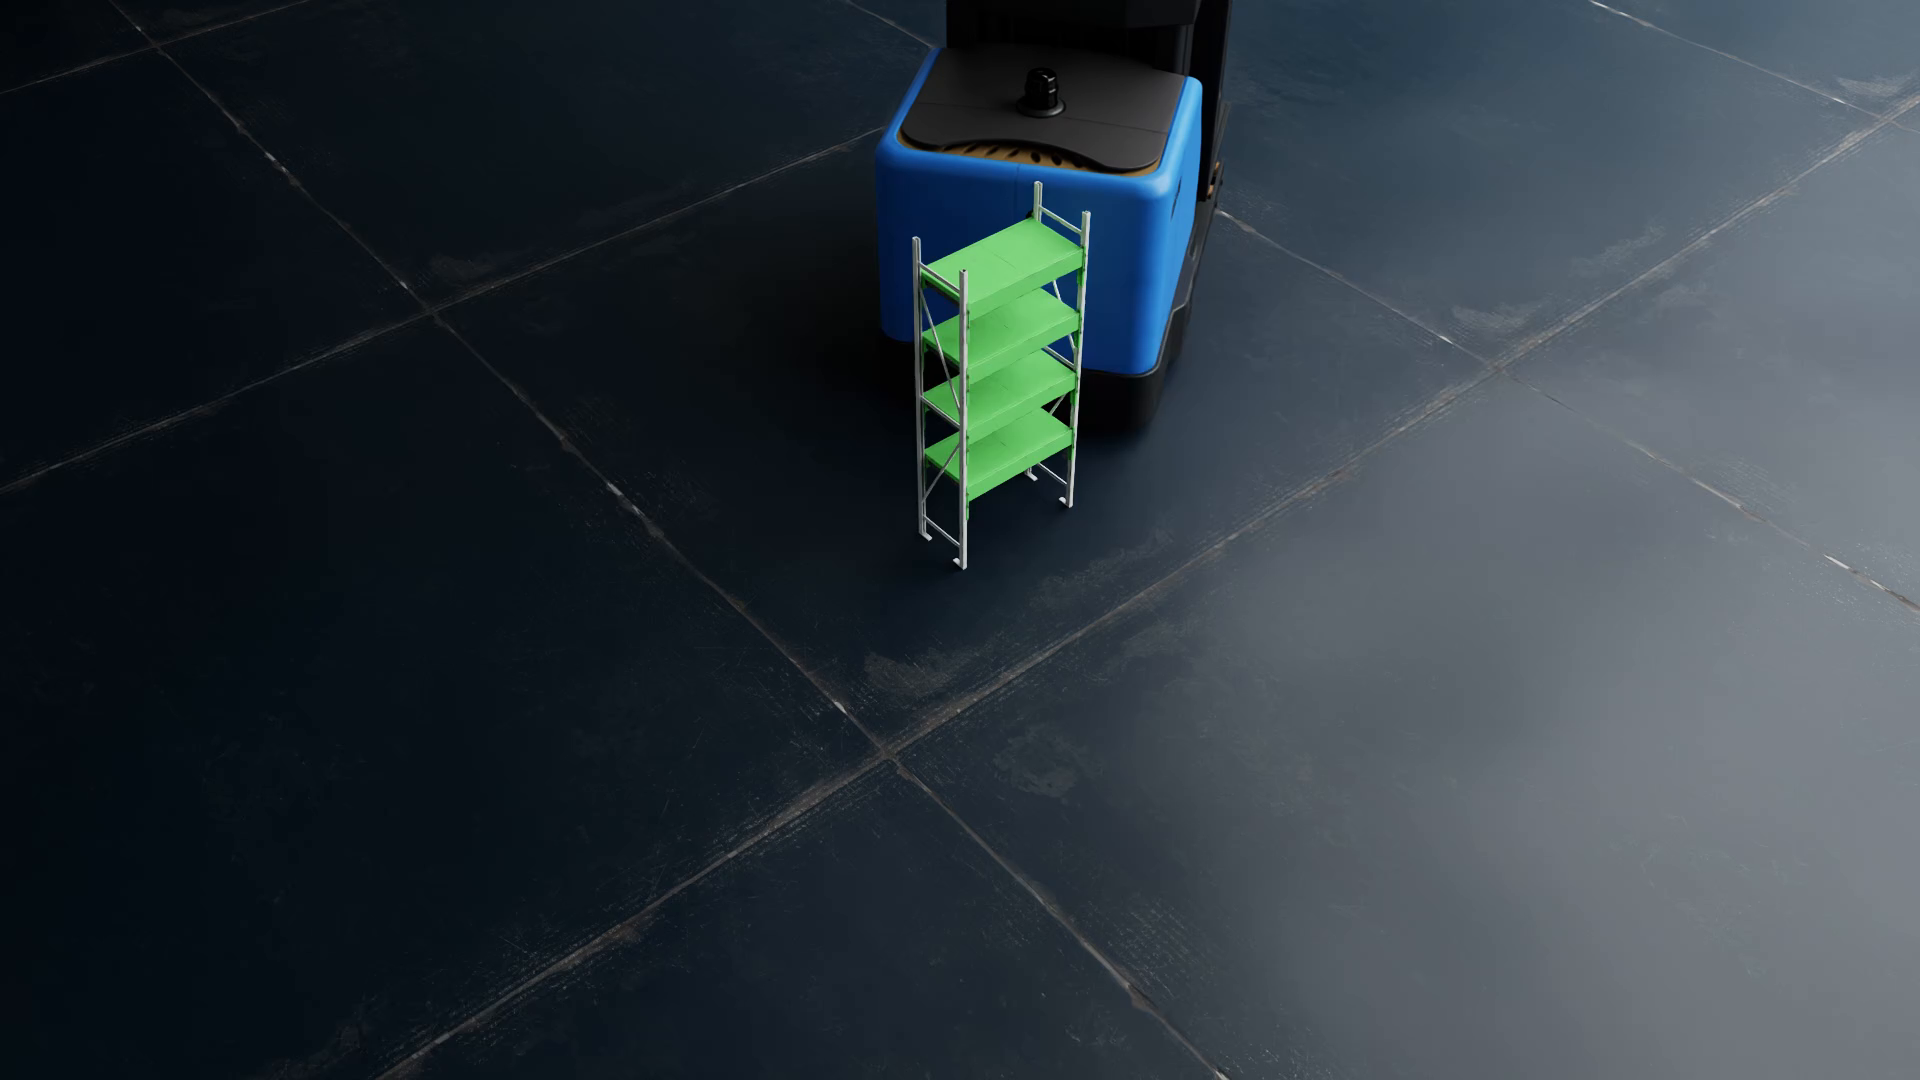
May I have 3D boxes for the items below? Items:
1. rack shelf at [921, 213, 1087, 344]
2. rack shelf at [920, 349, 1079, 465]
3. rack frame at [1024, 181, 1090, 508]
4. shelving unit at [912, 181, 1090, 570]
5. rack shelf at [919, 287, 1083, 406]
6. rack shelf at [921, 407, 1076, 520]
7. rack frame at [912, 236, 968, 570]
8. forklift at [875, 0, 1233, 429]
[{"bbox_3d":[0.127,-0.813,5.132,0.480,0.148,0.258,-30,51,-28],"label":"rack shelf"},{"bbox_3d":[0.127,-0.463,5.460,0.480,0.148,0.258,-30,51,-28],"label":"rack shelf"},{"bbox_3d":[0.314,-0.617,5.531,0.015,1.200,0.240,-30,51,-28],"label":"rack frame"},{"bbox_3d":[0.127,-0.510,5.417,0.503,1.200,0.258,-30,51,-28],"label":"shelving unit"},{"bbox_3d":[0.127,-0.638,5.296,0.480,0.148,0.258,-30,51,-28],"label":"rack shelf"},{"bbox_3d":[0.127,-0.289,5.625,0.480,0.148,0.258,-30,51,-28],"label":"rack shelf"},{"bbox_3d":[-0.060,-0.403,5.303,0.015,1.200,0.240,-30,51,-28],"label":"rack frame"},{"bbox_3d":[0.545,-2.496,6.267,1.130,2.935,3.031,10,44,10],"label":"forklift"}]
